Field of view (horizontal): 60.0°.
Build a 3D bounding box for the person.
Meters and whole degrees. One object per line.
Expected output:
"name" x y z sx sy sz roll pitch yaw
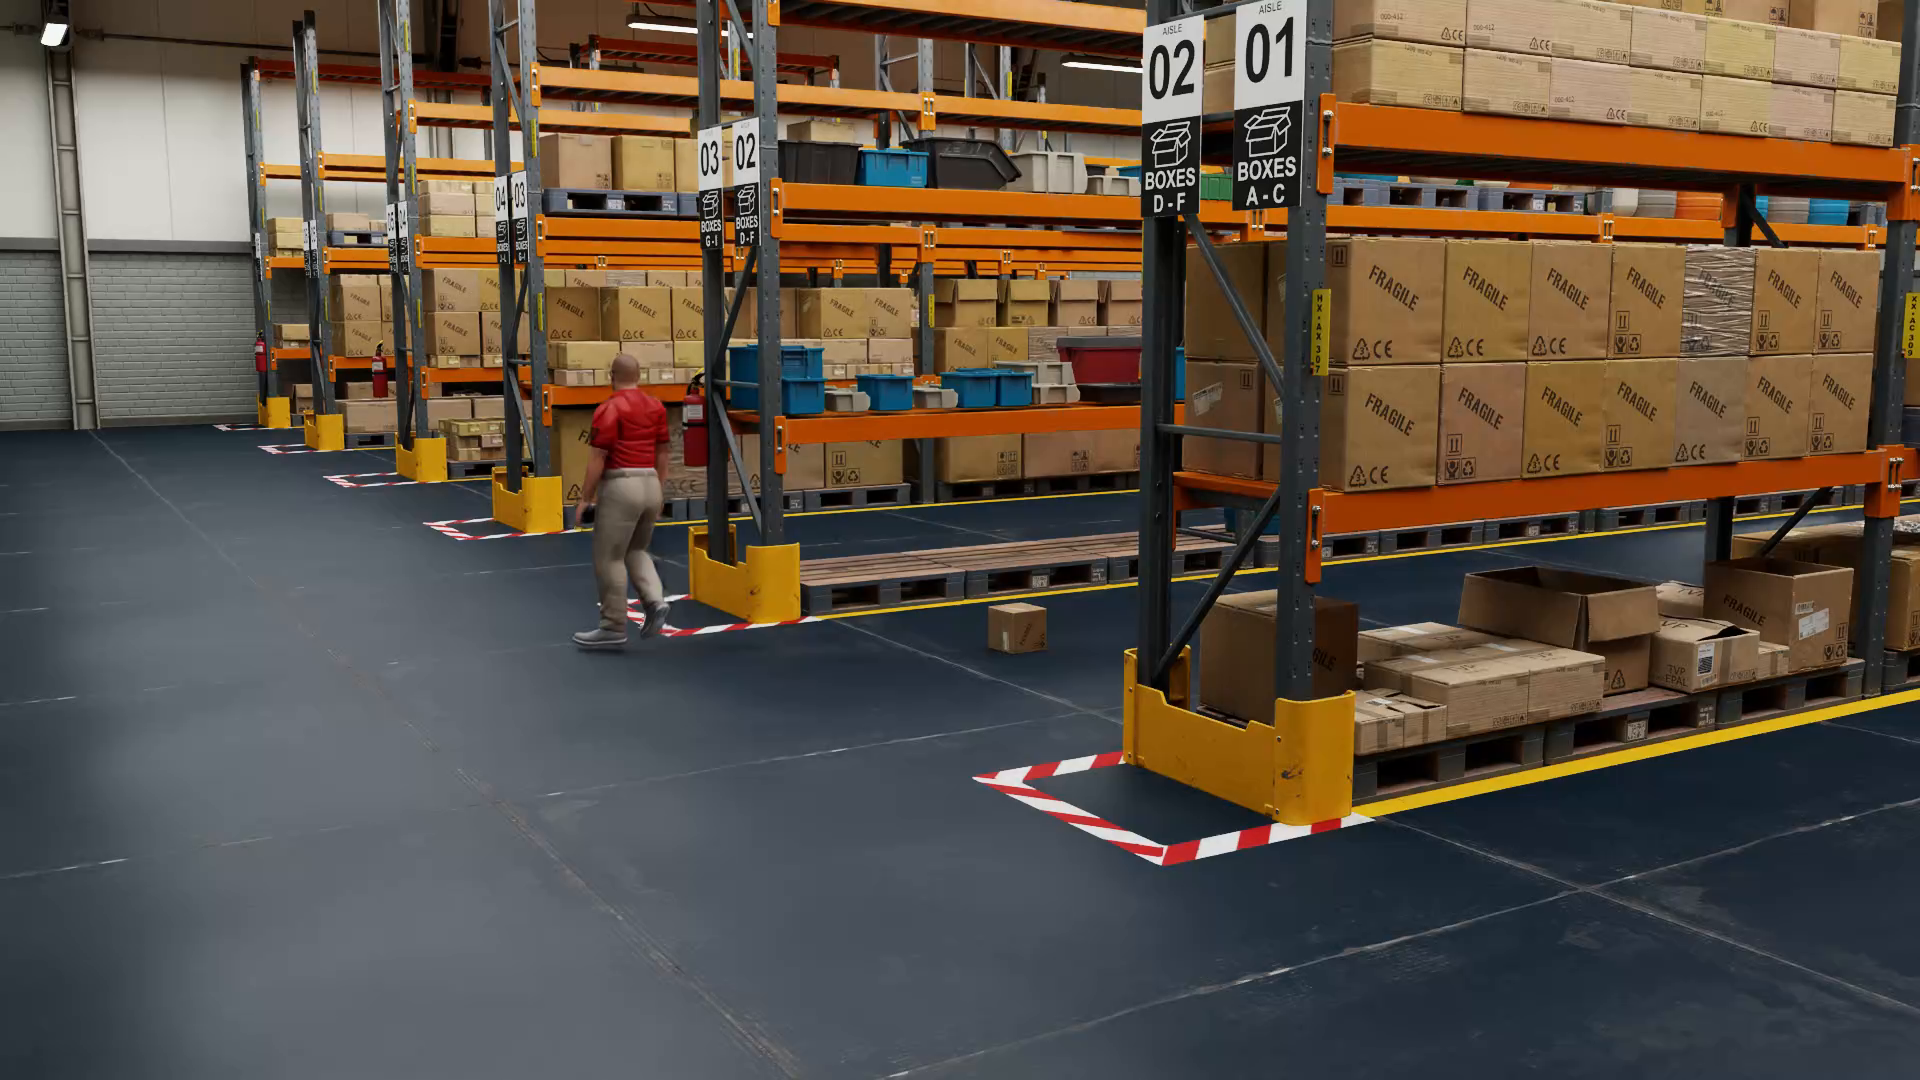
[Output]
"person" -1.987 -0.241 9.943 0.490 1.731 0.590 4 9 28
